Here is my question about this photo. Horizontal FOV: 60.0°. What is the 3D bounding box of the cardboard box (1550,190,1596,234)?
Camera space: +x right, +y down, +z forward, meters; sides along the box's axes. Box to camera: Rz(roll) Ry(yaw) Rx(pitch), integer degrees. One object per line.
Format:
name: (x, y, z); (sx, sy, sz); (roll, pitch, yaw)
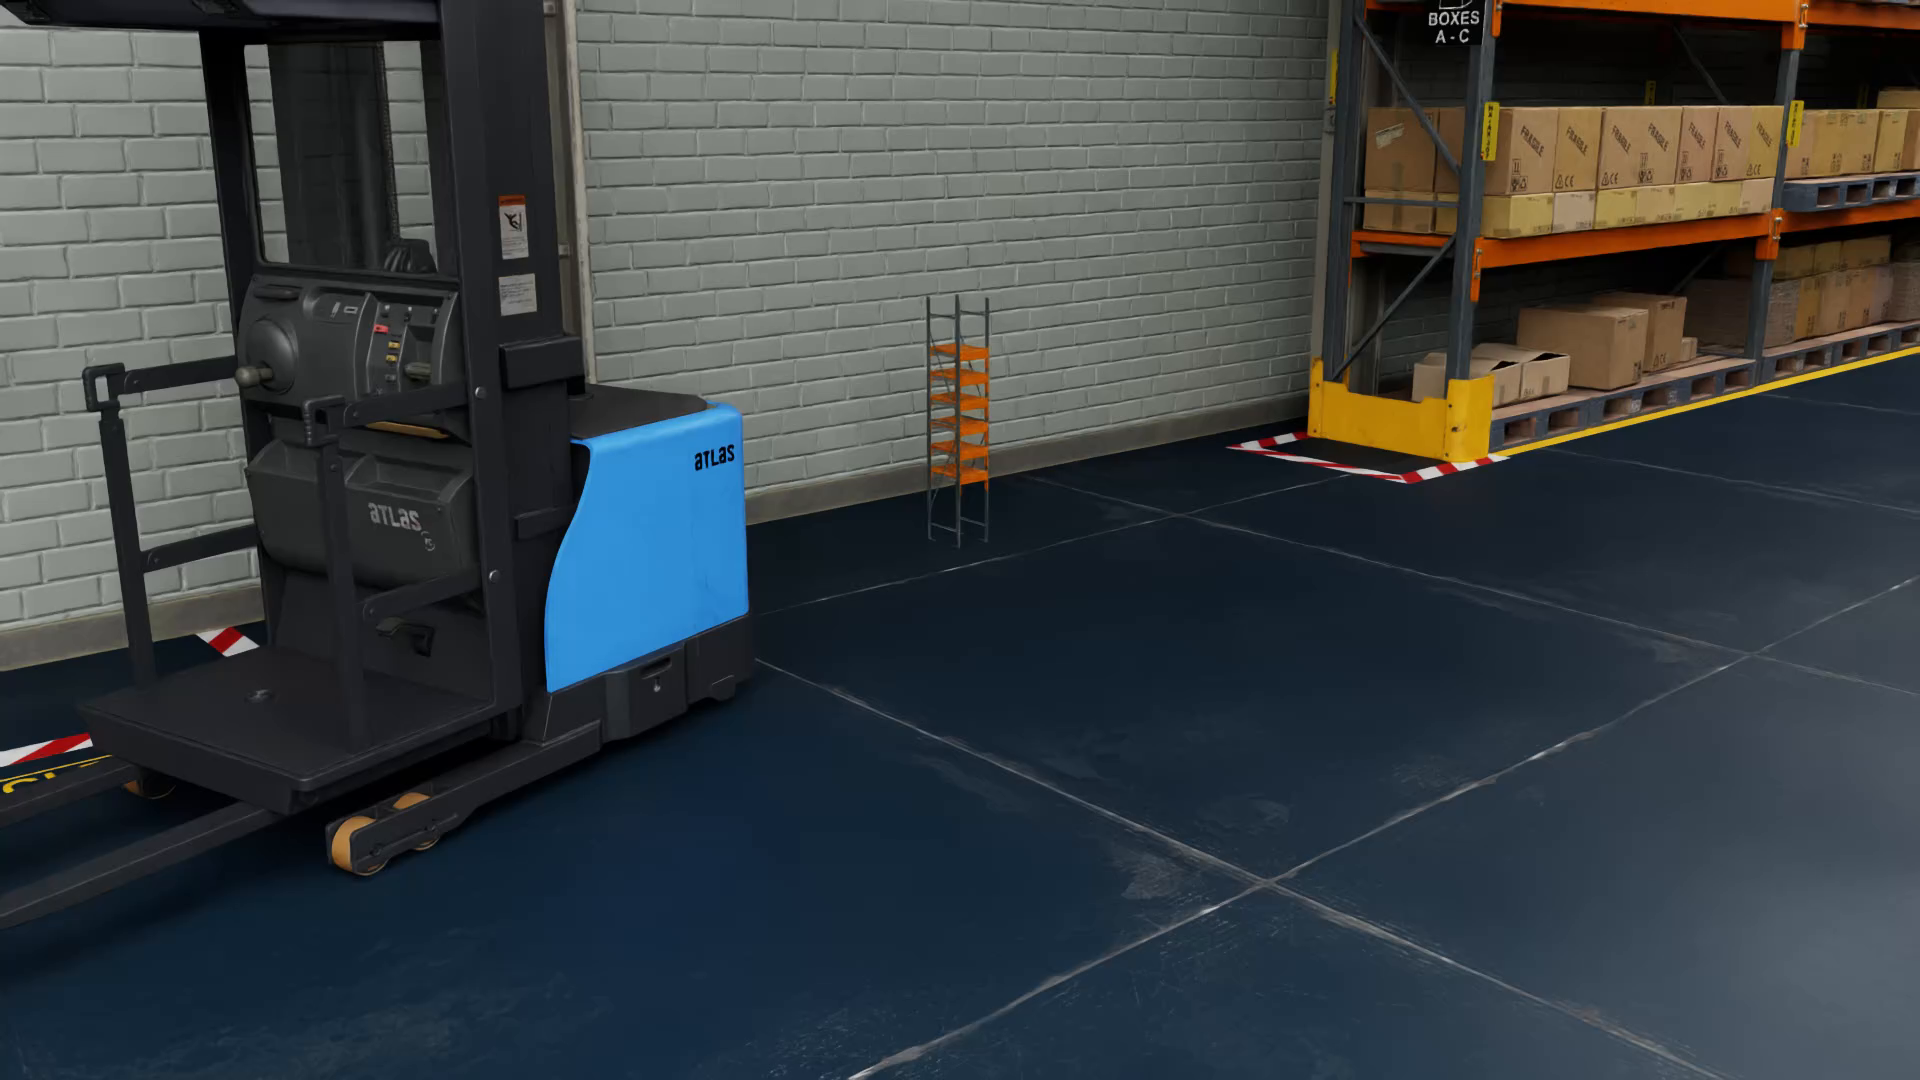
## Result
cardboard box: (3.643, -2.083, 10.488); (0.500, 0.250, 0.500); (-13, 20, -41)

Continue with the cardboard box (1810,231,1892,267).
cardboard box: (7.739, -2.540, 14.486); (0.500, 0.250, 0.500); (-12, 19, -38)

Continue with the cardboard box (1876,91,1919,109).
cardboard box: (8.246, -3.842, 14.518); (0.380, 0.149, 0.250); (12, 19, 38)

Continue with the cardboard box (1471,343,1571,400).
cardboard box: (3.695, -1.144, 11.079); (0.500, 0.311, 0.500); (-11, 18, -35)

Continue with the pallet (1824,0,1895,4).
pallet: (6.237, -4.154, 12.542); (1.003, 0.211, 1.213); (-13, 19, -39)

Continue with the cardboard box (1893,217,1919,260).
cardboard box: (9.360, -2.653, 15.721); (0.750, 0.750, 0.750); (-13, 20, -40)

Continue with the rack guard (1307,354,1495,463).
rack guard: (2.742, -0.840, 10.424); (0.348, 0.500, 1.175); (-13, 19, -39)

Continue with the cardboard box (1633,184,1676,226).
cardboard box: (4.414, -2.254, 11.126); (0.500, 0.250, 0.500); (-12, 19, -39)

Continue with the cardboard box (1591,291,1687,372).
cardboard box: (4.945, -1.533, 12.169); (0.500, 0.500, 0.500); (14, 21, 43)

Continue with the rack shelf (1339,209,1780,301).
rack shelf: (4.193, -2.026, 11.415); (4.000, 0.370, 1.077); (-13, 19, -39)

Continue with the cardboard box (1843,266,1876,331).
cardboard box: (7.389, -2.108, 14.321); (0.500, 0.500, 0.700); (-13, 20, -40)

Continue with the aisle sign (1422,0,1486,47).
aisle sign: (2.827, -3.220, 9.454); (0.004, 0.787, 0.394); (-13, 19, -39)

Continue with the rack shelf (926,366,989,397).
rack shelf: (-0.011, -0.766, 8.035); (0.180, 0.103, 0.258); (-13, 19, -39)

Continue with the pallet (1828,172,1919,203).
pallet: (7.253, -2.954, 13.867); (1.213, 0.211, 1.003); (-13, 19, -39)

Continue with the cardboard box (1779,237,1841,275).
cardboard box: (6.966, -2.371, 13.853); (0.500, 0.250, 0.500); (-13, 20, -41)

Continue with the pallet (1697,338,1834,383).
pallet: (6.288, -1.497, 13.445); (1.213, 0.211, 1.003); (-13, 19, -39)

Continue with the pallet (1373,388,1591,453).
pallet: (3.378, -0.831, 10.951); (1.213, 0.211, 1.003); (-13, 19, -39)

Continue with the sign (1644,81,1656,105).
sign: (5.335, -3.379, 12.843); (0.005, 0.325, 0.100); (-13, 19, -39)

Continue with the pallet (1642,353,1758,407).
pallet: (5.218, -1.244, 12.499); (1.213, 0.211, 1.003); (-13, 19, -39)

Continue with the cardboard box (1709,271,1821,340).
cardboard box: (6.603, -1.942, 13.700); (0.500, 0.500, 0.700); (-13, 20, -40)

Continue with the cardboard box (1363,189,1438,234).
cardboard box: (2.910, -2.089, 10.508); (0.500, 0.250, 0.500); (-12, 19, -39)

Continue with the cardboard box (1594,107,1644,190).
cardboard box: (4.015, -2.524, 10.687); (0.500, 0.500, 0.500); (-13, 20, -41)

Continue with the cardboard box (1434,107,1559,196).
cardboard box: (3.242, -2.356, 10.057); (0.500, 0.500, 0.500); (-13, 19, -39)

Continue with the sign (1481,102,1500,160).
sign: (3.040, -2.347, 9.547); (0.005, 0.325, 0.100); (-13, 19, -39)

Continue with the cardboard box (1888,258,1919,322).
cardboard box: (8.210, -2.262, 14.898); (0.500, 0.500, 0.700); (-12, 19, -39)

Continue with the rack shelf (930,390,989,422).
rack shelf: (-0.011, -0.650, 8.066); (0.180, 0.103, 0.258); (-13, 19, -39)

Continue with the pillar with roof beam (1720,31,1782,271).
pillar with roof beam: (9.997, -5.398, 11.021); (0.400, 9.000, 9.100); (-13, 19, -39)

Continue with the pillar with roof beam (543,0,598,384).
pillar with roof beam: (0.944, -3.365, 3.411); (0.400, 9.000, 9.100); (-13, 19, -39)

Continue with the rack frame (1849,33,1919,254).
rack frame: (8.719, -3.390, 15.127); (0.127, 3.000, 1.000); (-13, 19, -39)

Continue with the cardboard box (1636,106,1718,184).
cardboard box: (4.788, -2.702, 11.353); (0.500, 0.500, 0.500); (-13, 20, -41)

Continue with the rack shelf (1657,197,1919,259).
rack shelf: (7.210, -2.703, 13.952); (4.000, 0.370, 1.077); (-13, 19, -39)

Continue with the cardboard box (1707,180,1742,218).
cardboard box: (5.162, -2.427, 11.776); (0.500, 0.250, 0.500); (-13, 19, -39)

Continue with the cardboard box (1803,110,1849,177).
cardboard box: (6.534, -3.146, 13.168); (0.500, 0.500, 0.700); (-10, 18, -34)

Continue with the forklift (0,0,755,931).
forklift: (-1.963, -0.604, 4.832); (1.130, 2.935, 3.031); (9, 17, 31)

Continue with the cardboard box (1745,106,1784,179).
cardboard box: (5.548, -2.871, 11.985); (0.500, 0.500, 0.500); (-13, 20, -39)

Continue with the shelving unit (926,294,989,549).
shelving unit: (-0.011, -0.577, 8.086); (0.189, 1.200, 0.258); (-13, 19, -39)

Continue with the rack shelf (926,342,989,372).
rack shelf: (-0.011, -0.882, 8.005); (0.180, 0.103, 0.258); (-13, 19, -39)

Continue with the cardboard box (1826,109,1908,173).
cardboard box: (7.446, -3.354, 13.946); (0.500, 0.500, 0.700); (-13, 19, -39)

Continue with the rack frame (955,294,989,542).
rack frame: (0.058, -0.593, 8.144); (0.006, 1.200, 0.240); (-13, 19, -39)
